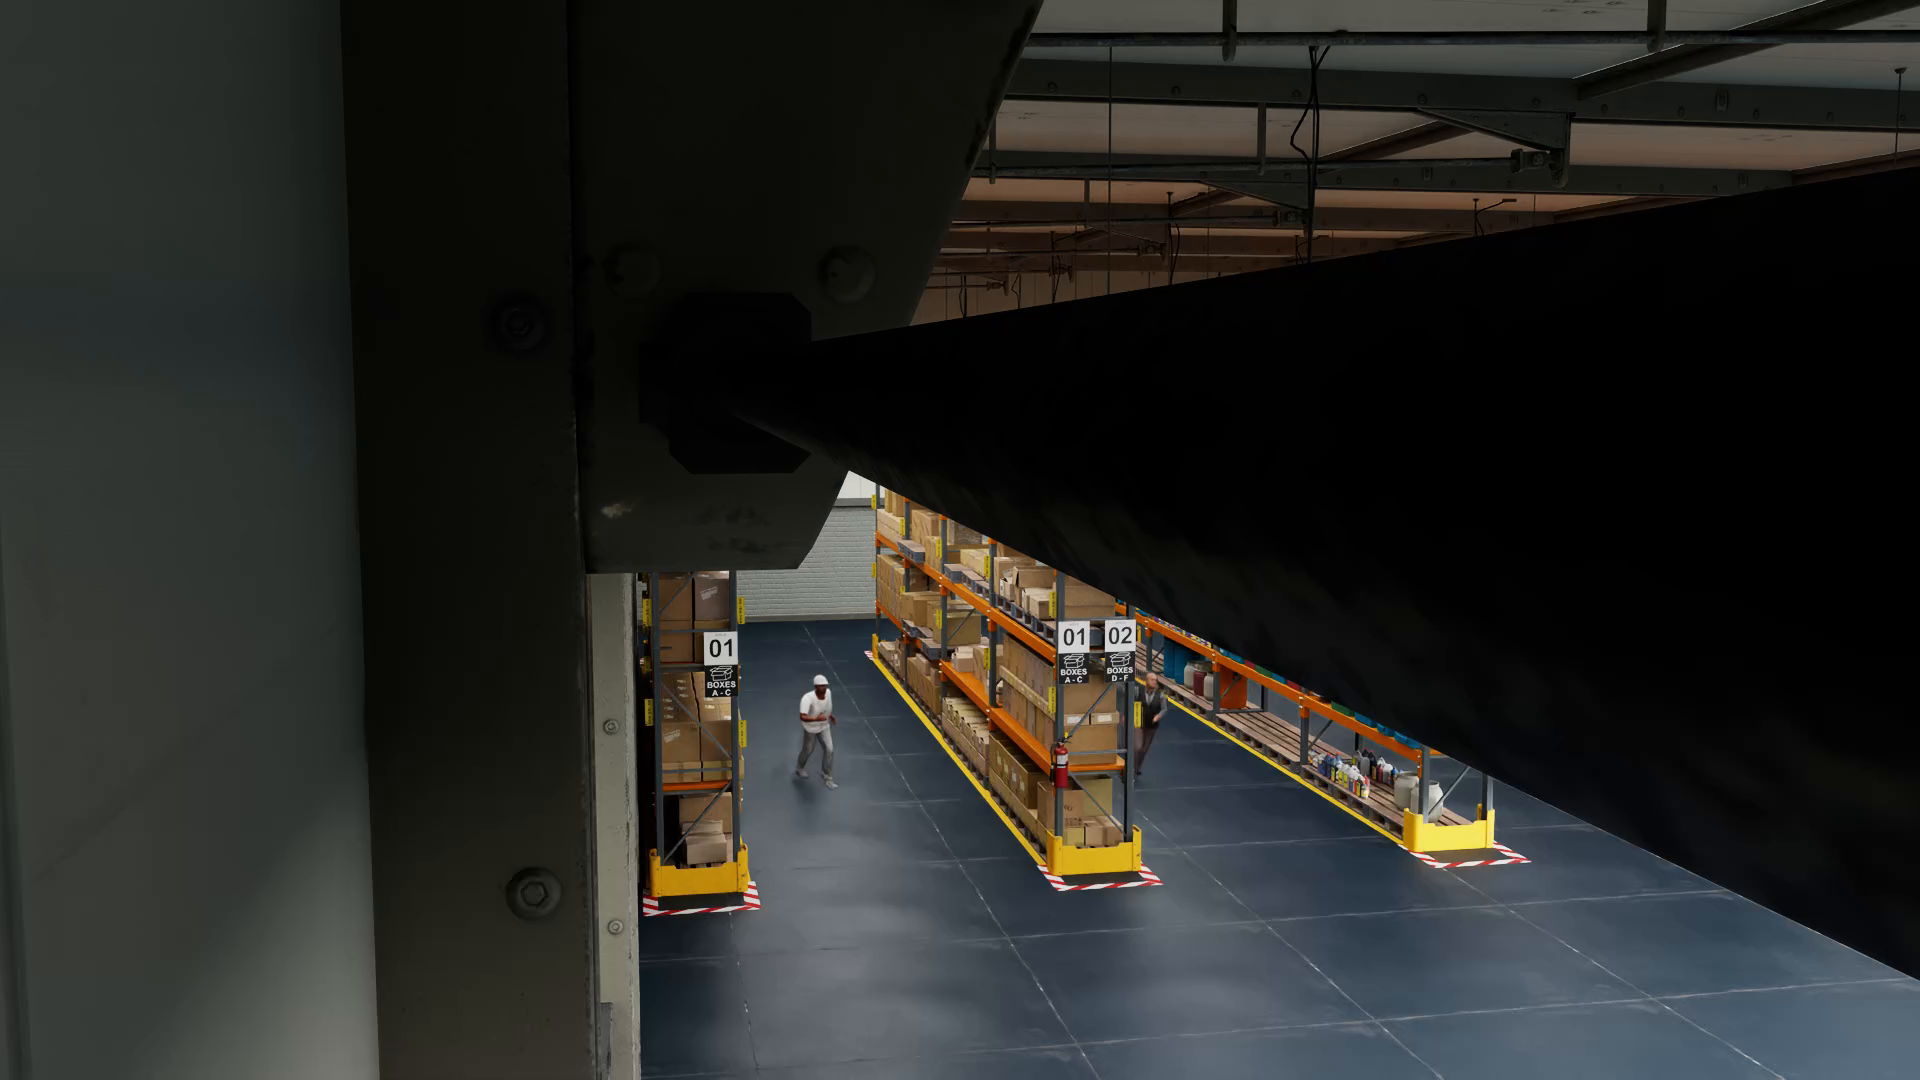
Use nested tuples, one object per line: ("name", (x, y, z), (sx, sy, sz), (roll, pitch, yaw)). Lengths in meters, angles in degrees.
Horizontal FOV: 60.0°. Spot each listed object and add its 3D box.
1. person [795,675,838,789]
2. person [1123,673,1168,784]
("person", (-2.185, 2.876, 25.257), (0.717, 1.734, 0.982), (-4, 7, -34))
("person", (2.809, 2.859, 25.456), (0.715, 1.693, 0.833), (0, 6, -5))
